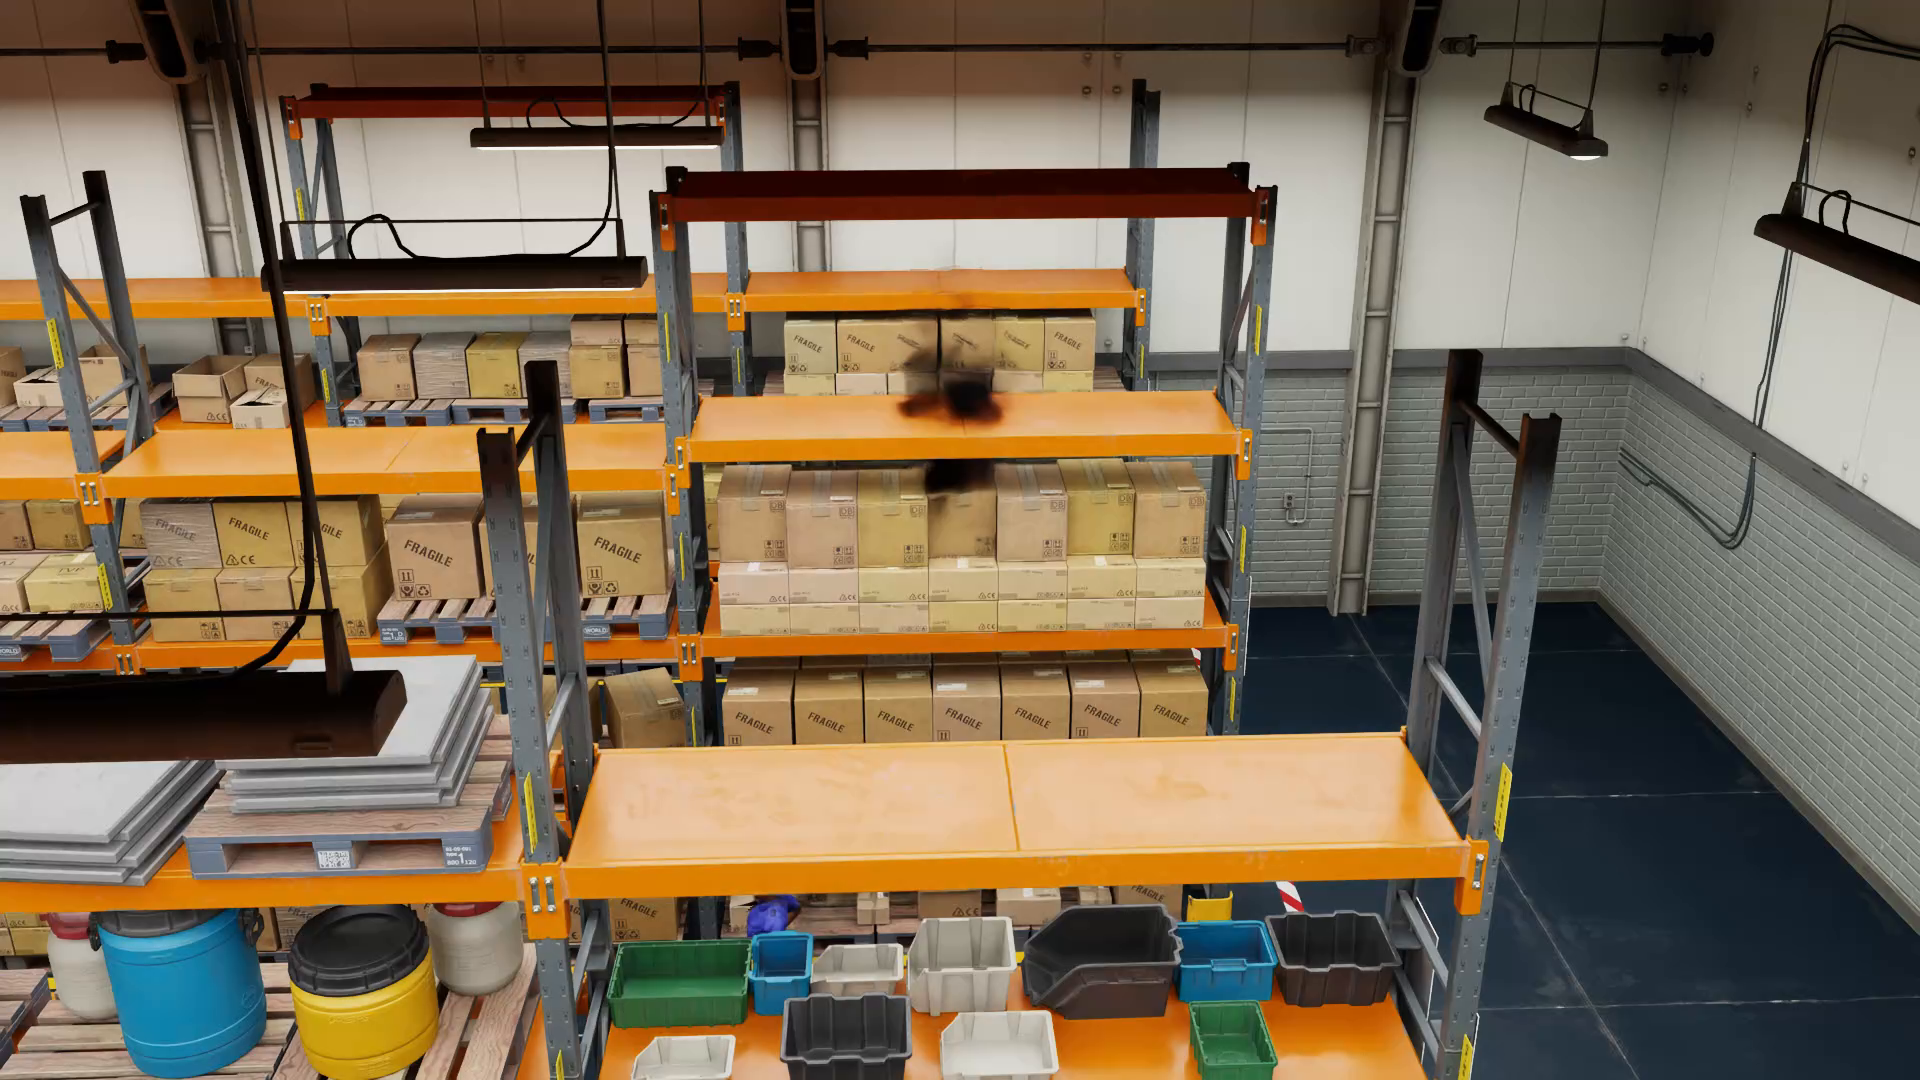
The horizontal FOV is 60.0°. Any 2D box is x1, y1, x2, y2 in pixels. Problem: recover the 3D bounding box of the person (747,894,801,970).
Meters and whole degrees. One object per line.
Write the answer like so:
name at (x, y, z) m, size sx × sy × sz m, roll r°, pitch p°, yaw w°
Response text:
person at (-1.272, 2.928, 11.299) m, size 0.904 × 1.633 × 0.583 m, roll -3°, pitch 22°, yaw -8°
